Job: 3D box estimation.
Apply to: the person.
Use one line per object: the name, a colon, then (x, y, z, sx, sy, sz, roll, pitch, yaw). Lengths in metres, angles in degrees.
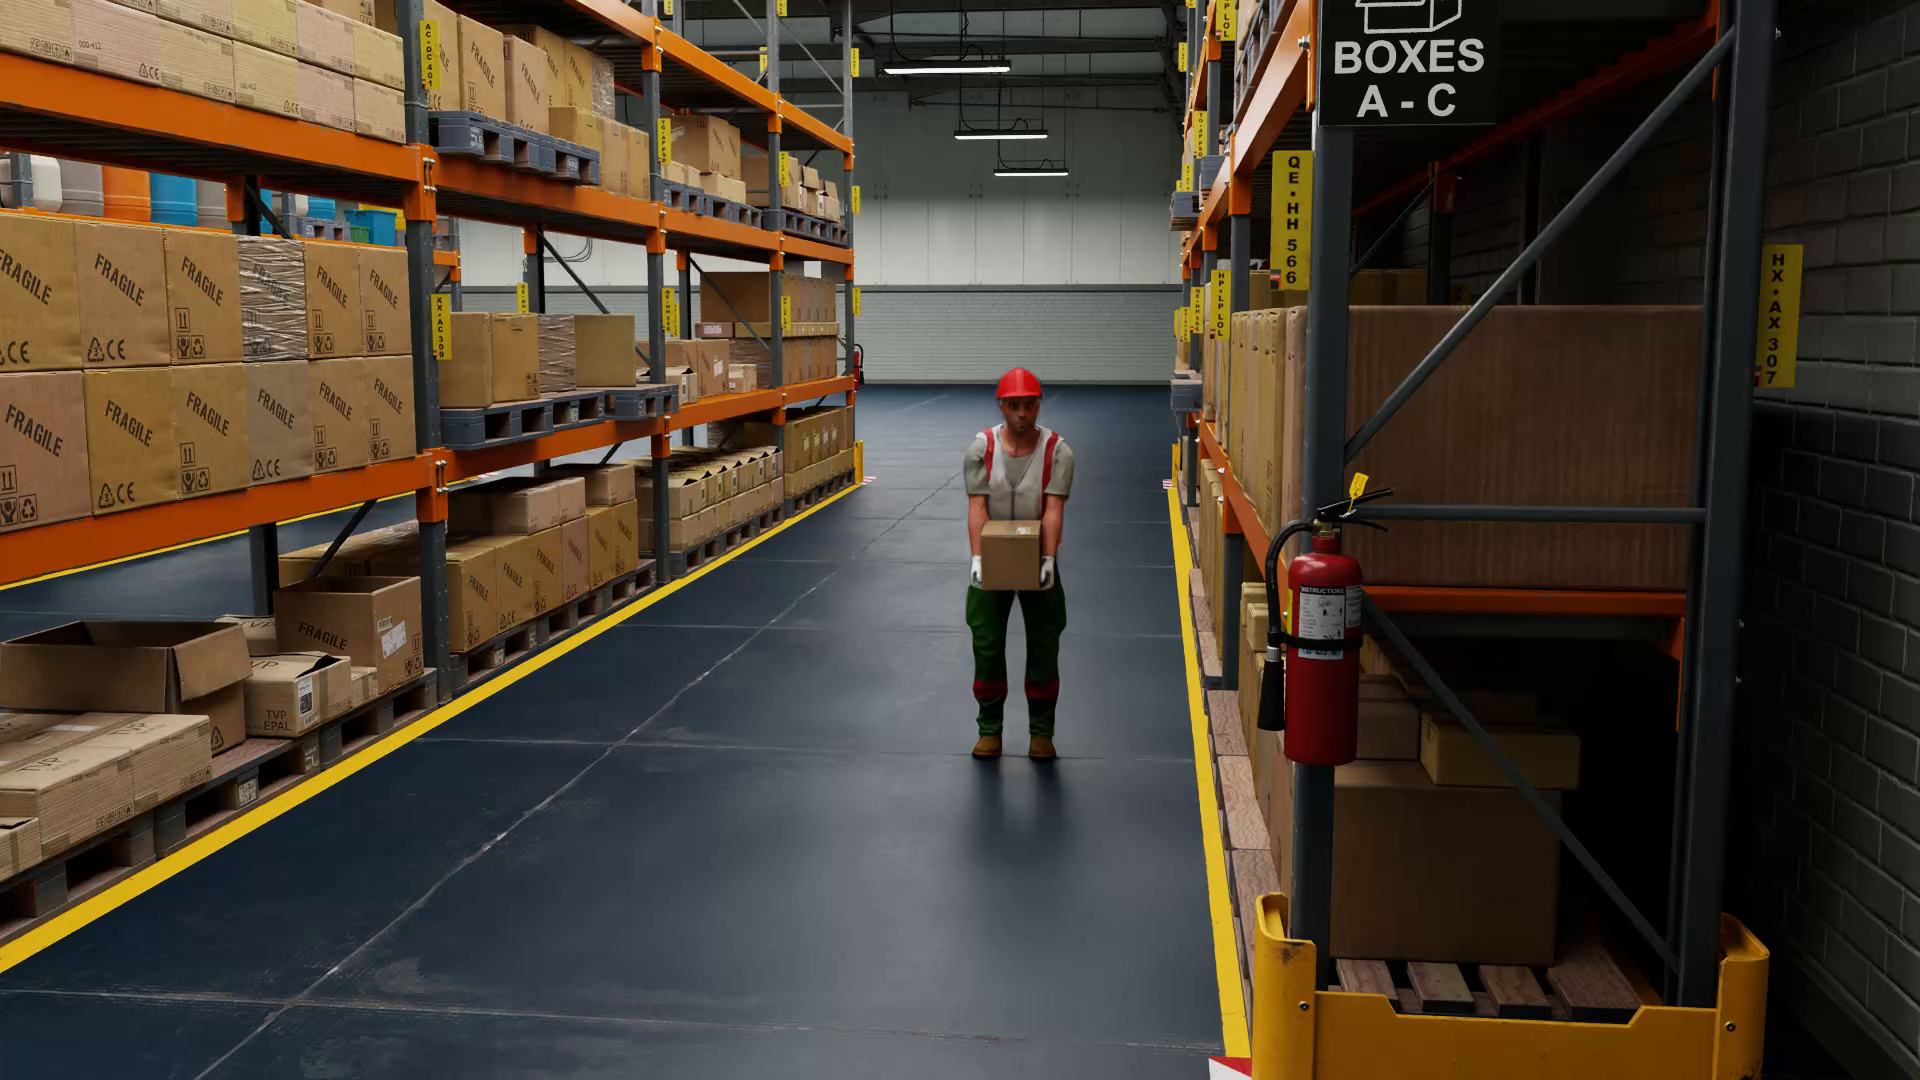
person: (0.260, 0.113, 7.437, 0.491, 1.760, 0.583, 1, 8, 5)
